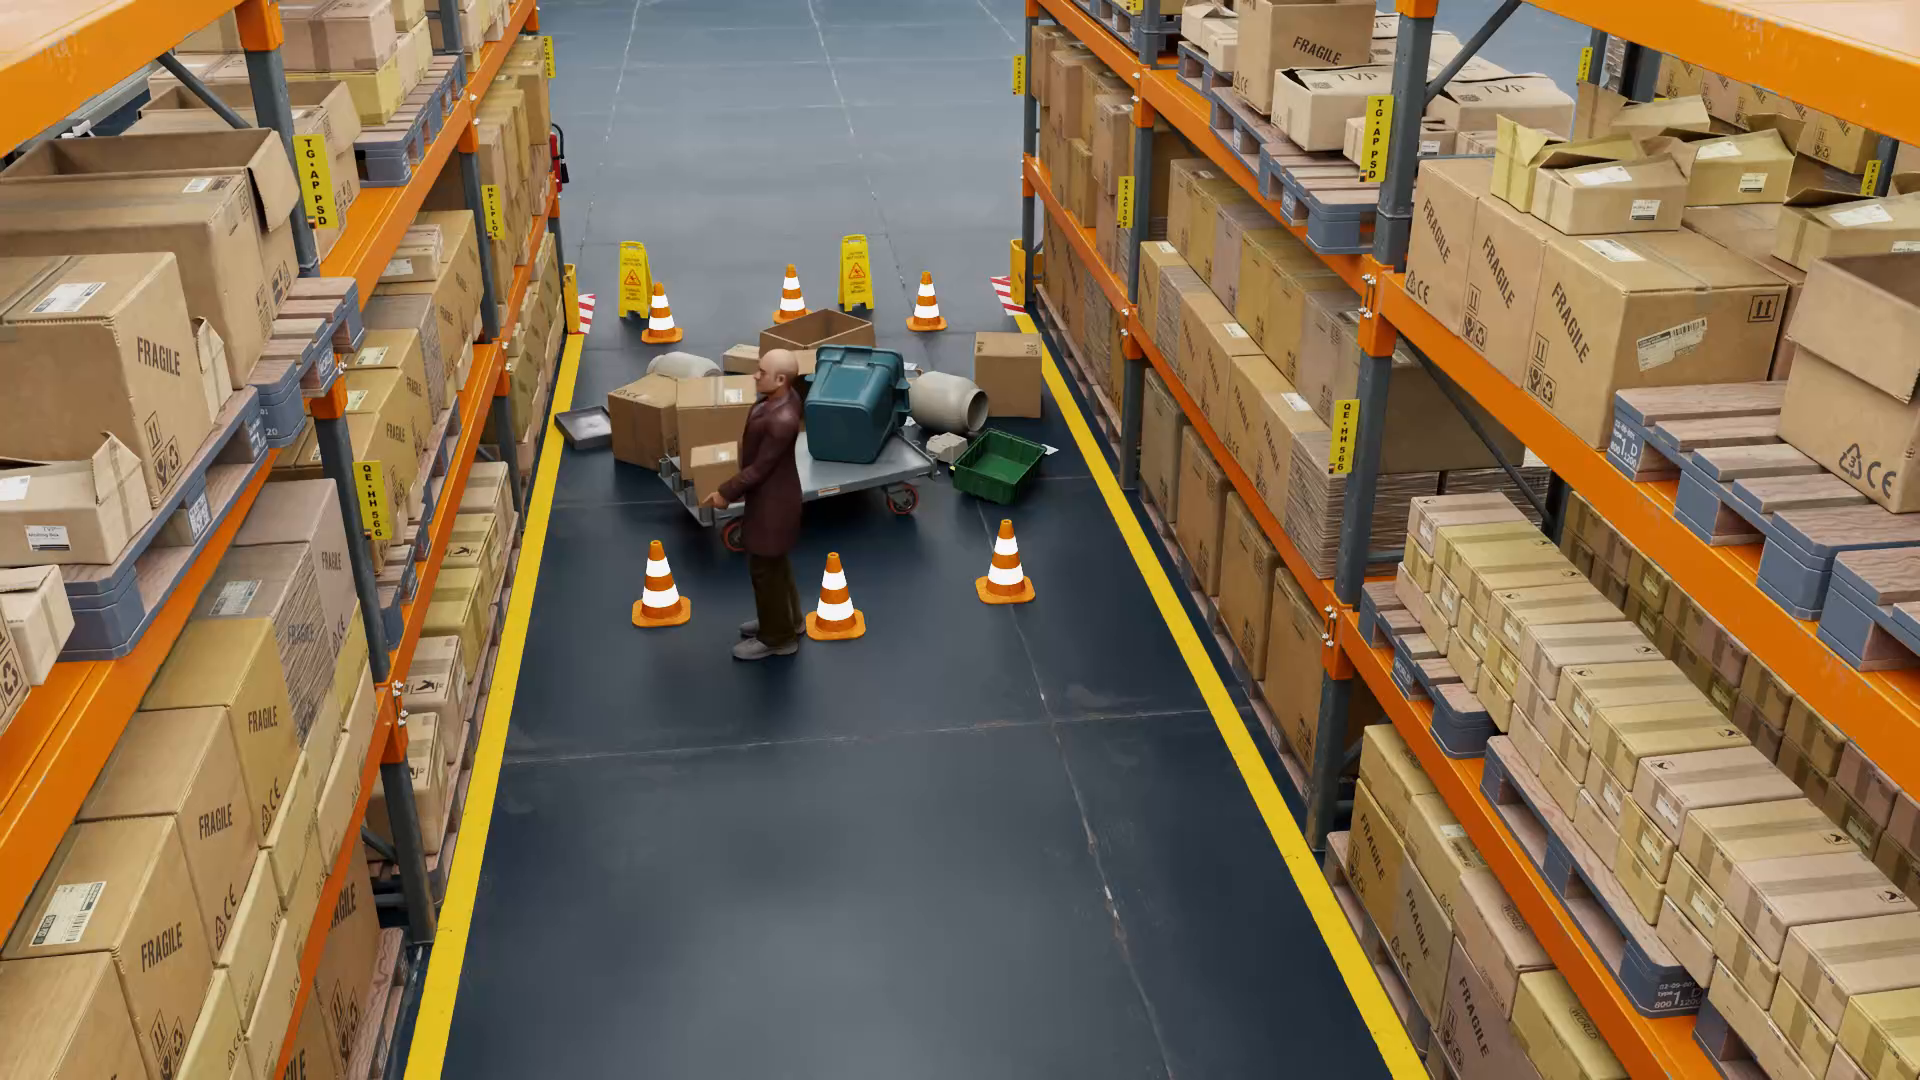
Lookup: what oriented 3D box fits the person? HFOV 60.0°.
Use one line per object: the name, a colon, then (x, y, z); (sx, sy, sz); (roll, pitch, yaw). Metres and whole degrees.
person: (-1.113, -0.193, 9.024); (0.555, 1.770, 0.528); (-3, 27, -6)
